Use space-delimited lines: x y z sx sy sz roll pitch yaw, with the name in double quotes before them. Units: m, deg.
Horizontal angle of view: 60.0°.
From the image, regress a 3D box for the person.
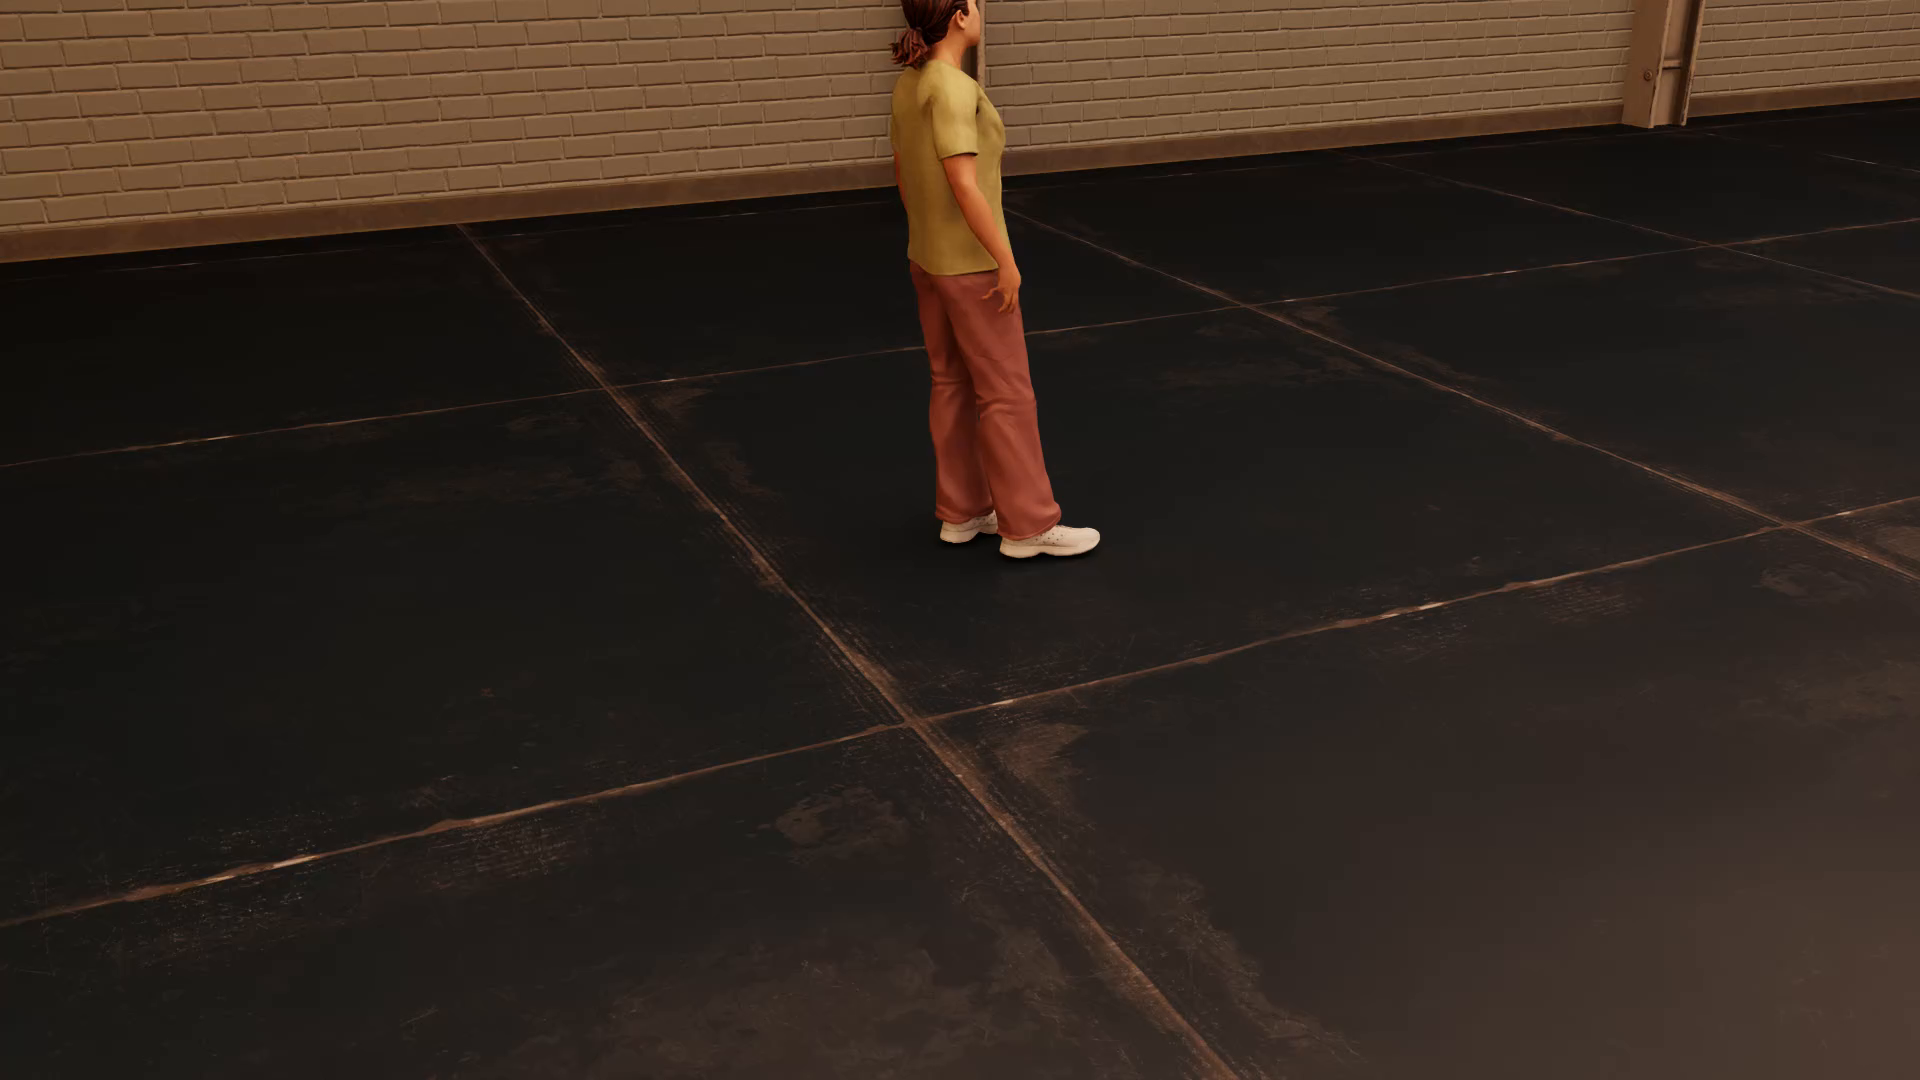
"person" 0.072 -0.788 4.801 0.549 1.675 0.553 -10 25 -23
